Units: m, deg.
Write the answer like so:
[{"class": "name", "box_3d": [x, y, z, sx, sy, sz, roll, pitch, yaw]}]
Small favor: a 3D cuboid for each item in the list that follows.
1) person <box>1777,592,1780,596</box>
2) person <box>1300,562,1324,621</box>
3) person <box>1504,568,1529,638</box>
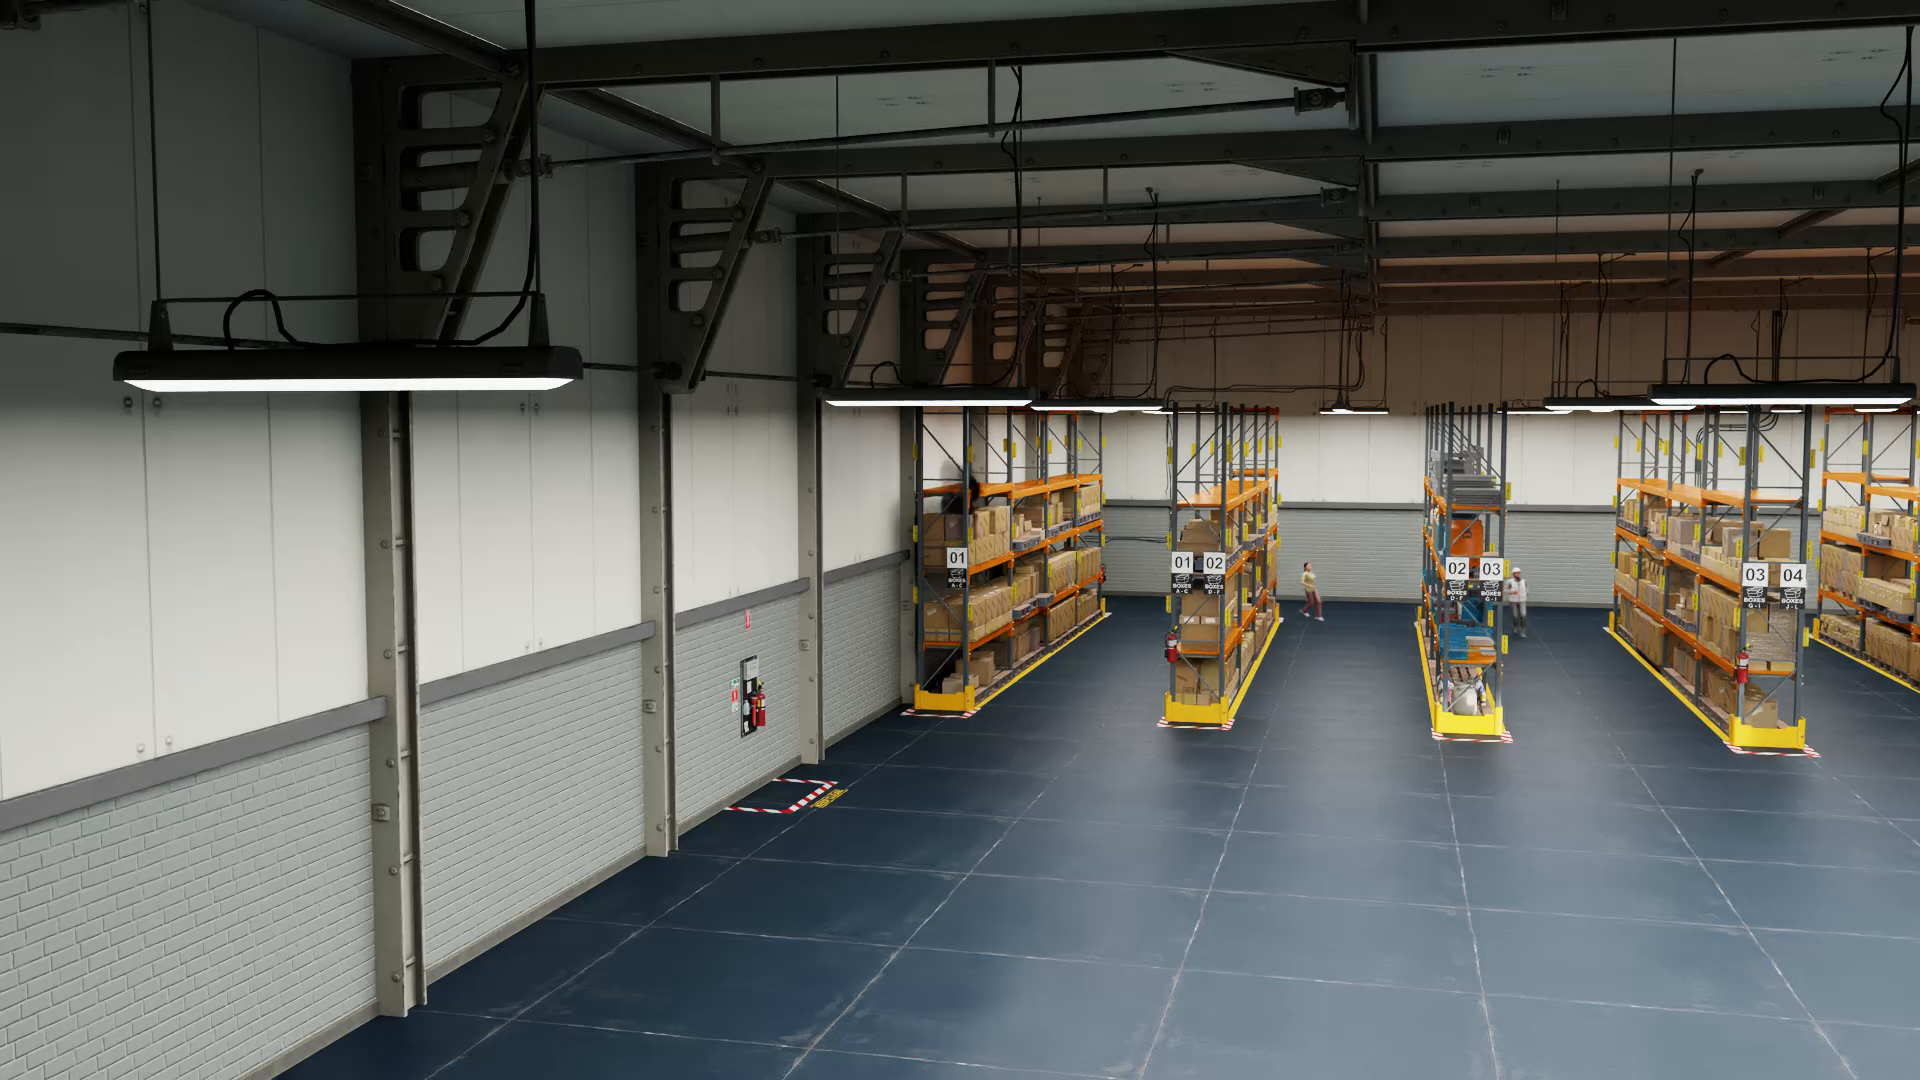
[{"class": "person", "box_3d": [21.950, 1.615, 44.376, 0.658, 1.705, 0.757, 0, 4, 1]}, {"class": "person", "box_3d": [9.858, 1.449, 46.813, 0.612, 1.651, 0.834, -3, 5, -38]}, {"class": "person", "box_3d": [14.552, 1.636, 43.507, 0.677, 1.846, 0.723, 0, 4, 6]}]
